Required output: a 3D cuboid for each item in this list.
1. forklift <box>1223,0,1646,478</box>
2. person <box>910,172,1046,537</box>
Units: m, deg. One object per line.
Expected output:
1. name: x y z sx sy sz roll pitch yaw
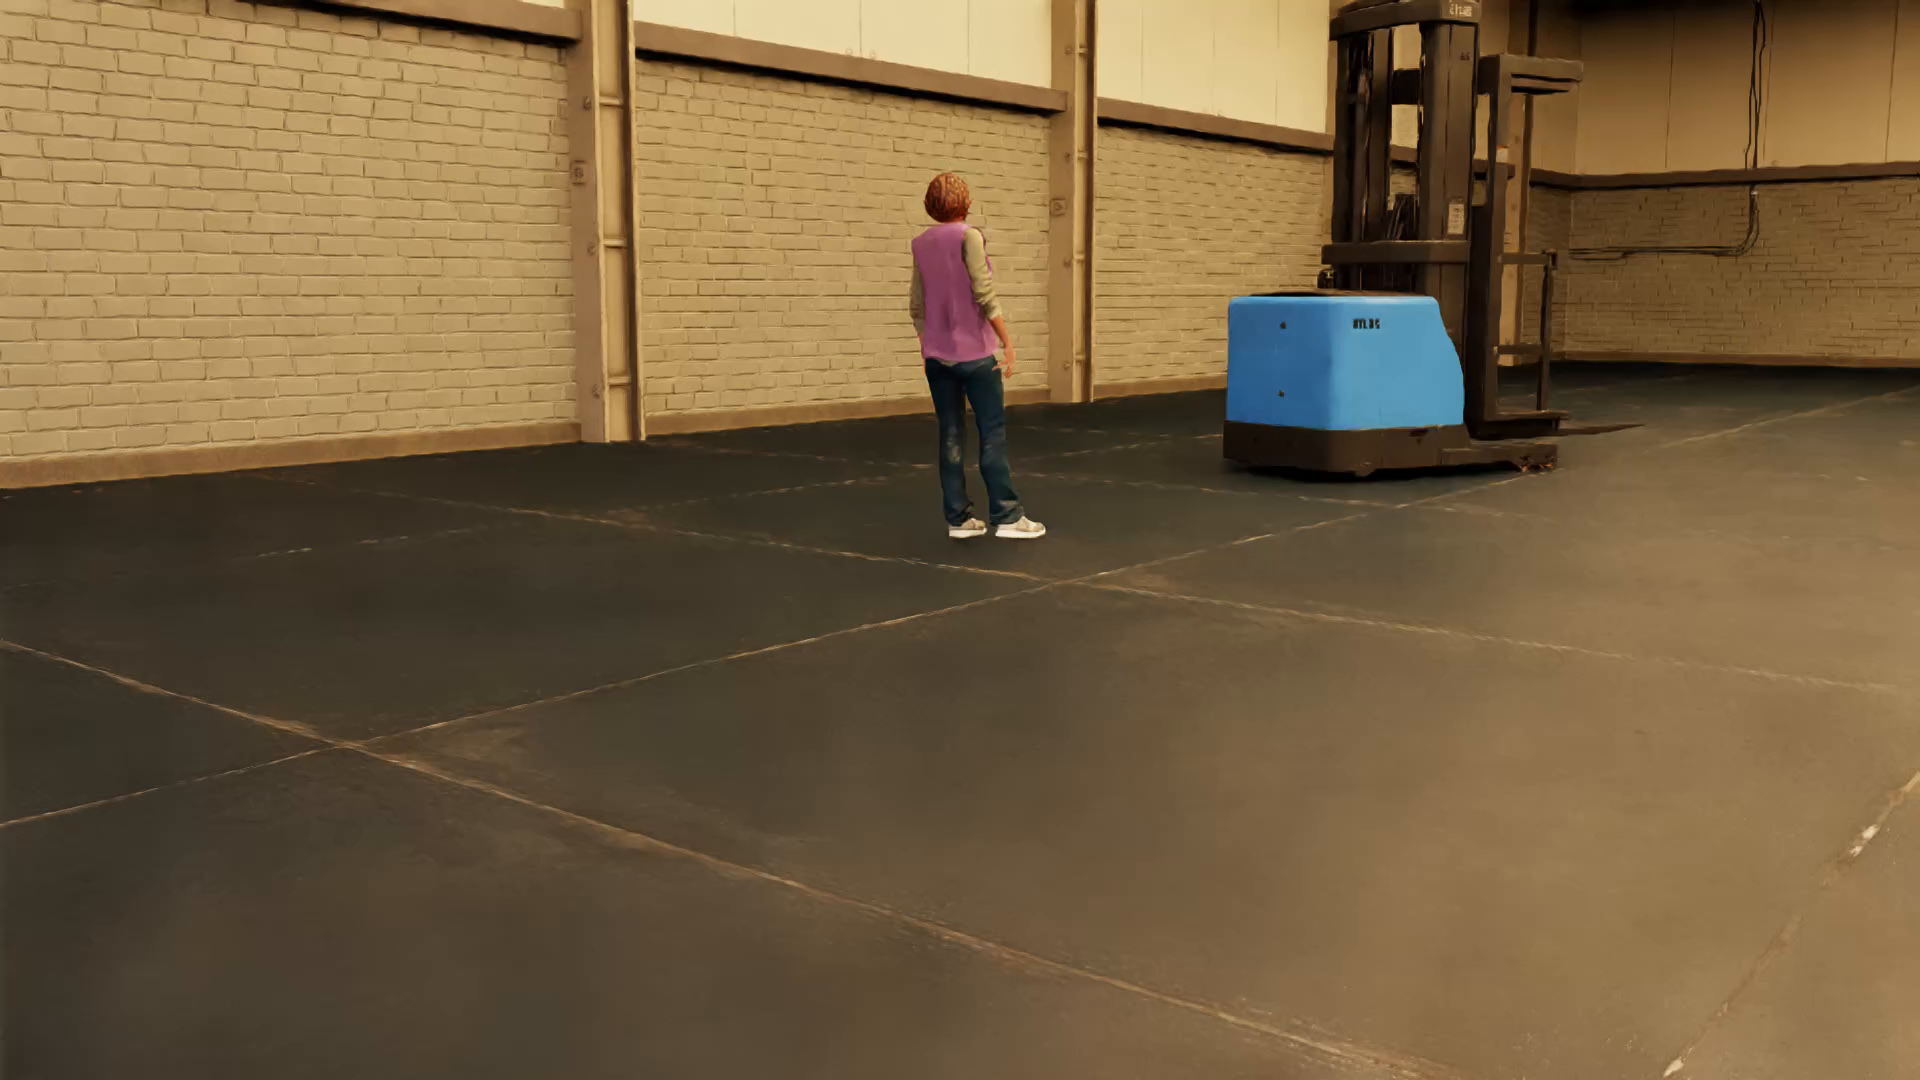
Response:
1. forklift: 3.174 -1.945 10.575 3.031 2.935 1.130 -5 10 -31
2. person: 0.057 -0.804 7.337 0.520 1.597 0.474 7 11 38
